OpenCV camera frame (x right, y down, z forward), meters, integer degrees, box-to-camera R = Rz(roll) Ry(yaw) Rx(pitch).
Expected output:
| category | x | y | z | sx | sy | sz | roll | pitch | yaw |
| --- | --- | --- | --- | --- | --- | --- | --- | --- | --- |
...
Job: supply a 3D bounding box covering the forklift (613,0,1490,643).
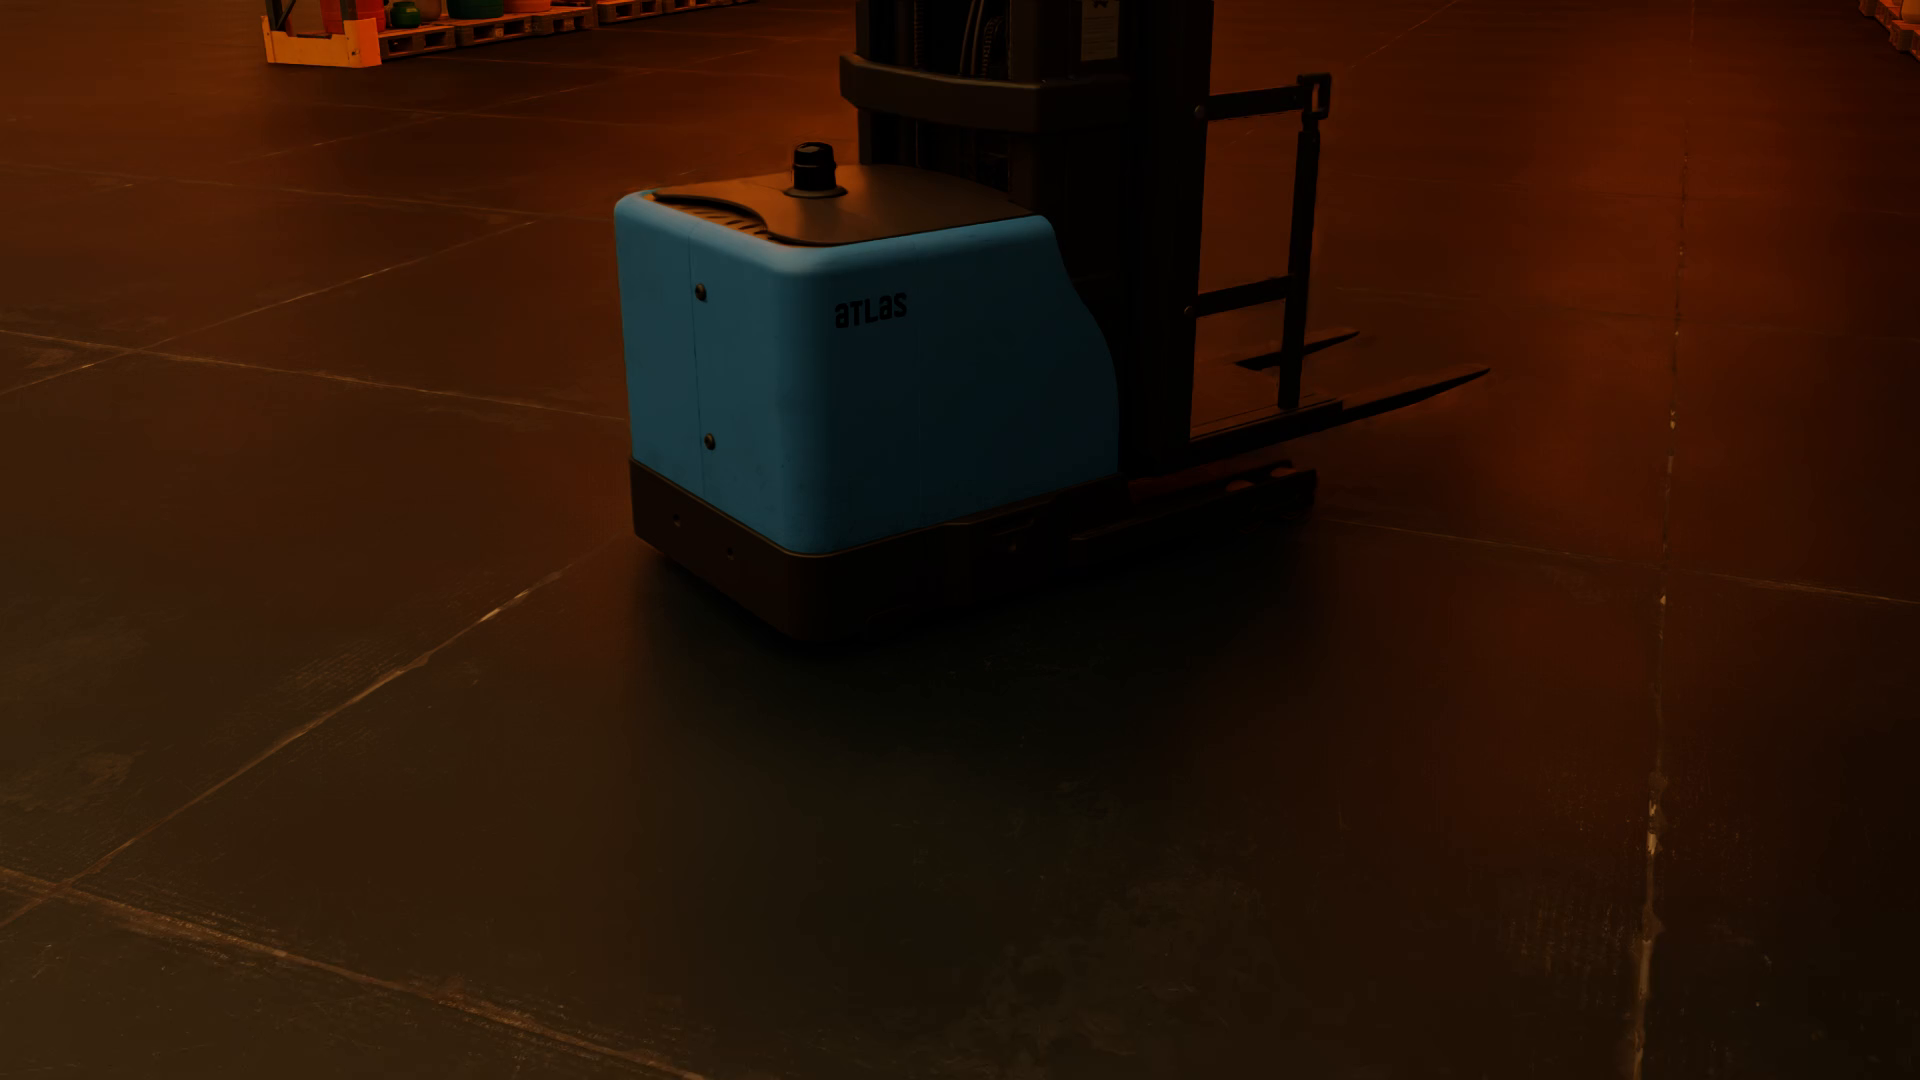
| category | x | y | z | sx | sy | sz | roll | pitch | yaw |
| --- | --- | --- | --- | --- | --- | --- | --- | --- | --- |
| forklift | 0.504 | -1.519 | 4.926 | 3.031 | 2.935 | 1.130 | -16 | 28 | -34 |
